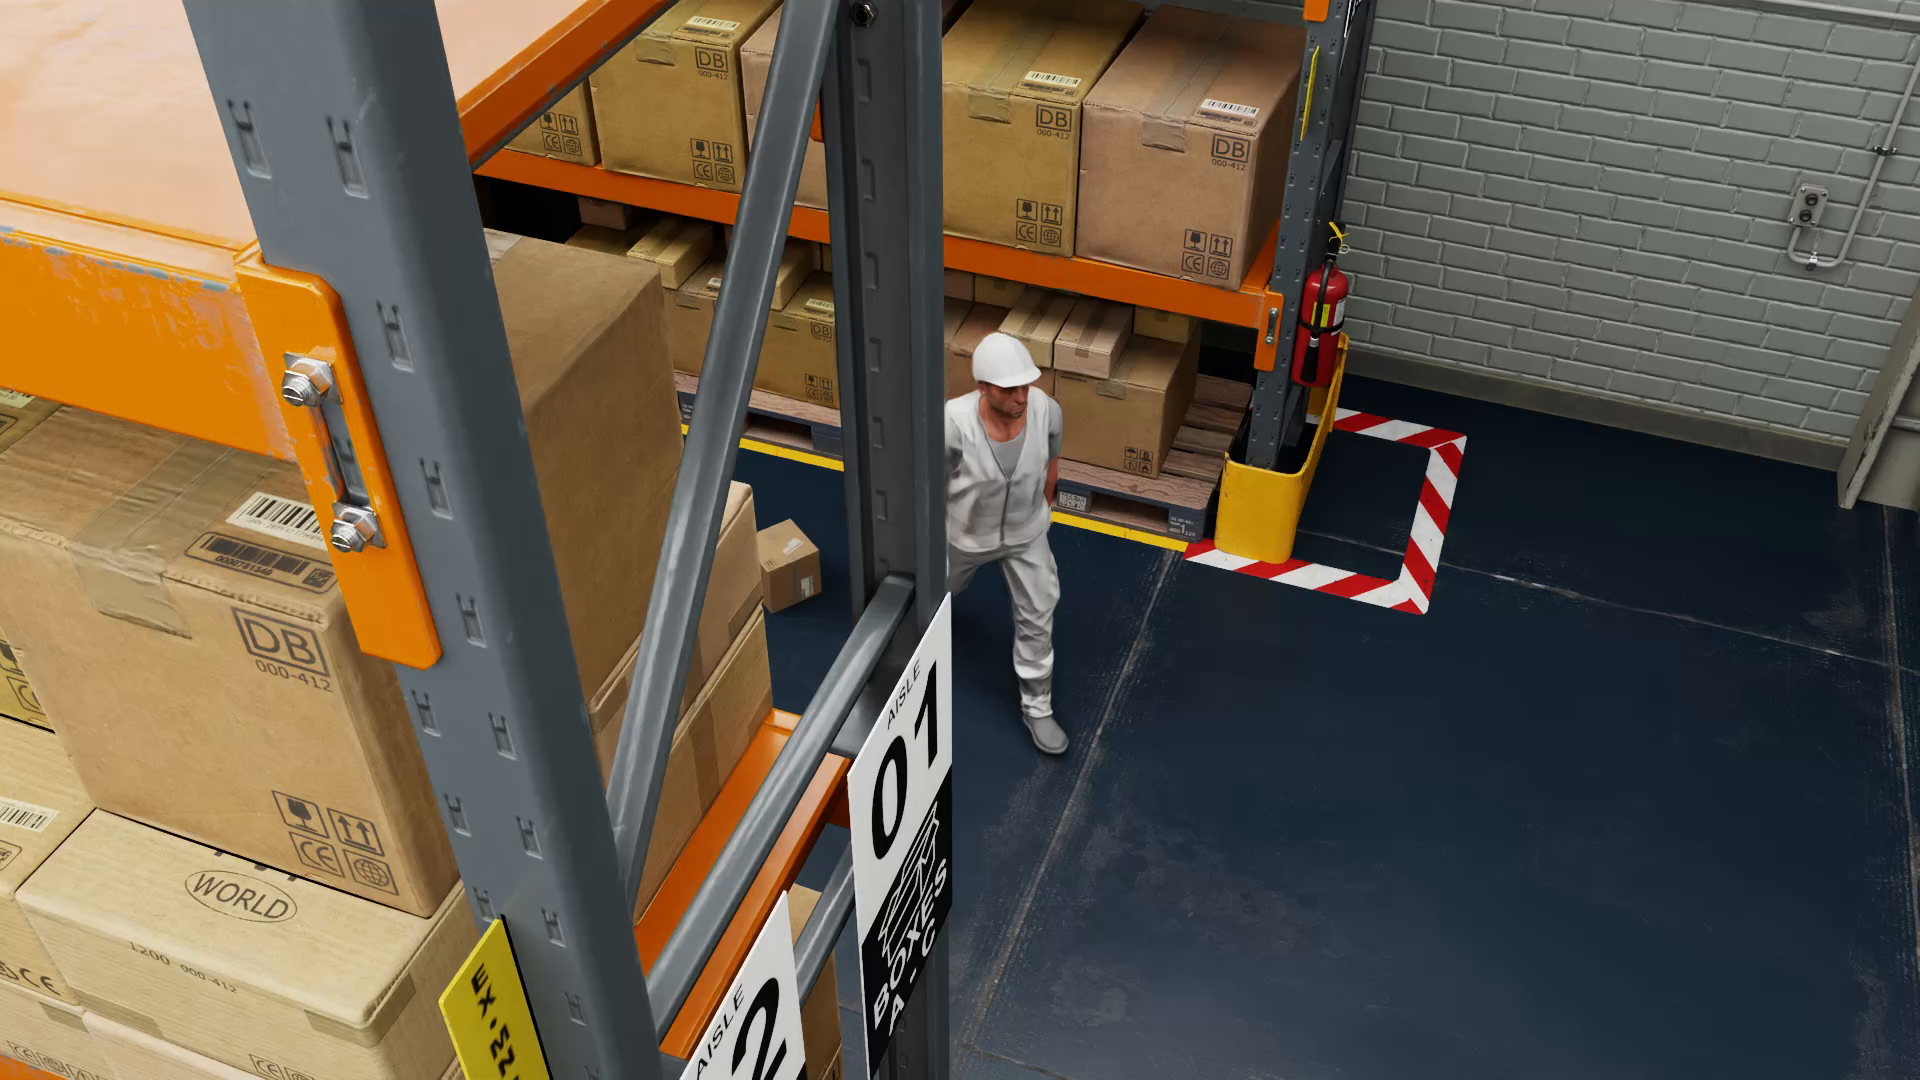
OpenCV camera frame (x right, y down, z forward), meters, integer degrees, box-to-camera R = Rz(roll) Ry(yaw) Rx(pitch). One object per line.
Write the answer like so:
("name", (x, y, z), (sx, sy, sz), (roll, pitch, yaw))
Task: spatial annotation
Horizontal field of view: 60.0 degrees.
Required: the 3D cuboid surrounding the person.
("person", (0.084, -0.064, 6.219), (0.580, 1.771, 0.962), (-9, 42, -10))
